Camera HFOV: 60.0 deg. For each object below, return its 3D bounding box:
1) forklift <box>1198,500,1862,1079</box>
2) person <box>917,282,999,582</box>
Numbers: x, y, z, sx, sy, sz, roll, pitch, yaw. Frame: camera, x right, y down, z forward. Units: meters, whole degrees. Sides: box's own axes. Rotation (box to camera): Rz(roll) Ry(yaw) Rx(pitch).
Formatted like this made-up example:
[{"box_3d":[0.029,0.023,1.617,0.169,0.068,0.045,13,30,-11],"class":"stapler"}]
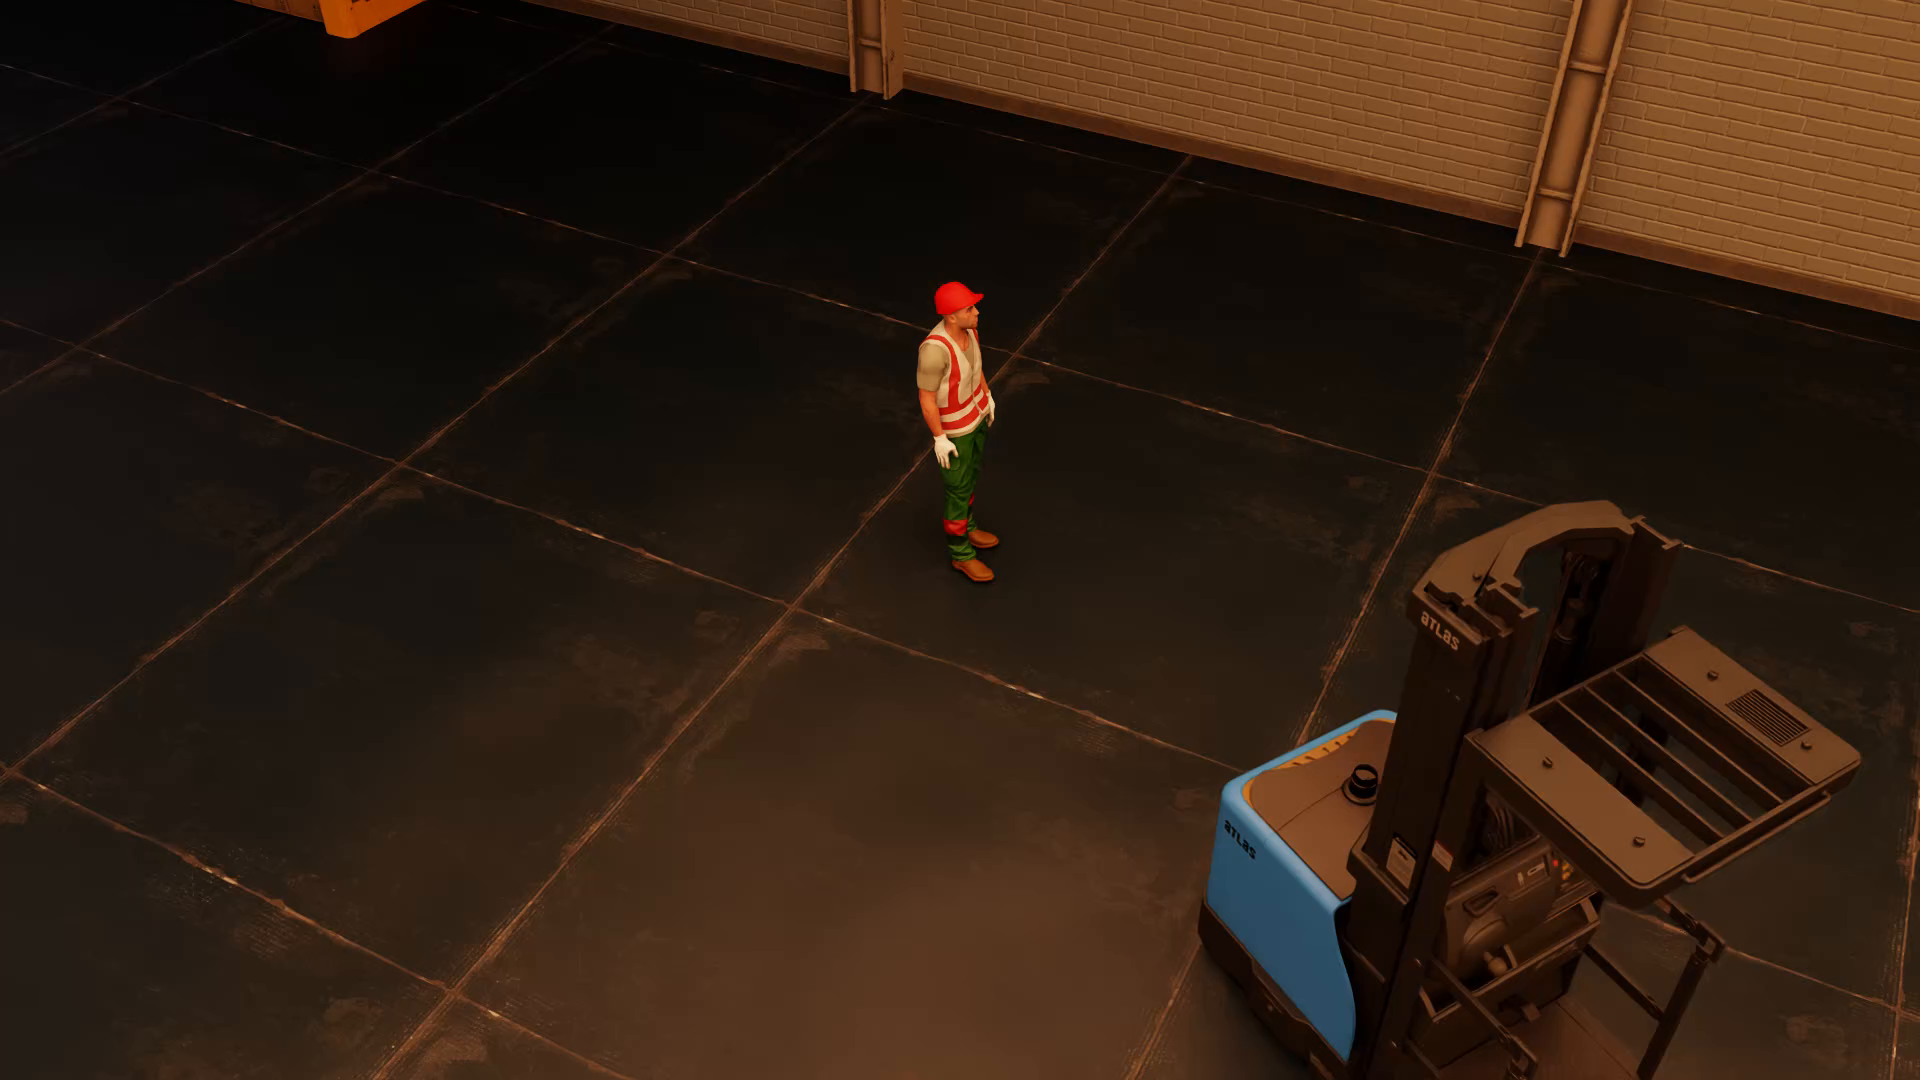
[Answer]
[{"box_3d":[2.323,1.435,6.282,1.130,2.935,3.031,-21,44,-23],"class":"forklift"},{"box_3d":[0.065,-0.659,9.644,0.564,1.787,0.637,18,43,21],"class":"person"}]
